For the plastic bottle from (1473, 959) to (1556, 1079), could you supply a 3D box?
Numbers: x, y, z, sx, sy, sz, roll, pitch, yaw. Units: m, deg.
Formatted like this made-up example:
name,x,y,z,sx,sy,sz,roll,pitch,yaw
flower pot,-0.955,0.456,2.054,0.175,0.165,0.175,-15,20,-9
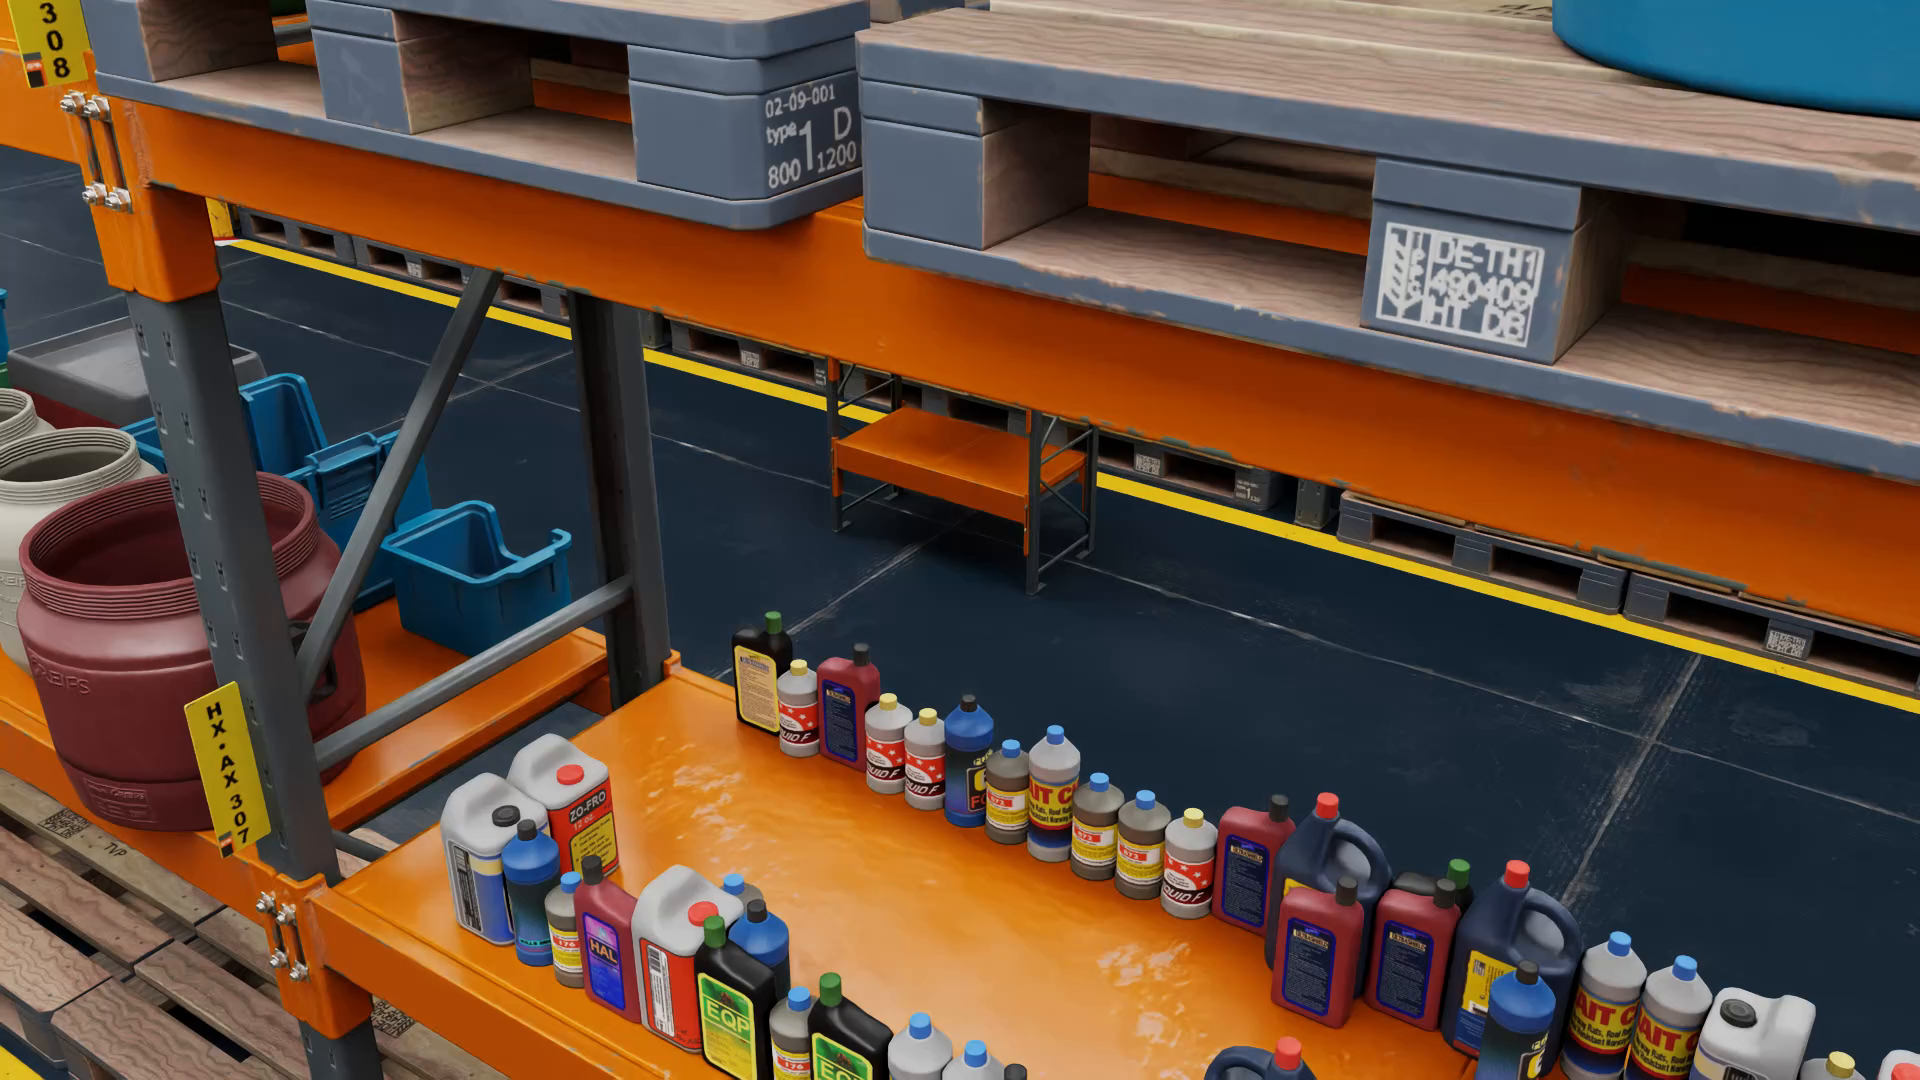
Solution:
name,x,y,z,sx,sy,sz,roll,pitch,yaw
plastic bottle,0.861,0.766,2.580,0.097,0.271,0.097,0,27,0

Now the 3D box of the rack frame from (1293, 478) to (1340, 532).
name,x,y,z,sx,sy,sz,roll,pitch,yaw
rack frame,1.814,-1.575,7.037,0.127,3.000,1.000,17,32,30

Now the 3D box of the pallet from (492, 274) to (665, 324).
name,x,y,z,sx,sy,sz,roll,pitch,yaw
pallet,-2.115,-1.579,10.120,1.213,0.211,1.003,17,32,30

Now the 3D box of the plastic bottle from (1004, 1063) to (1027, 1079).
name,x,y,z,sx,sy,sz,roll,pitch,yaw
plastic bottle,0.107,0.874,2.354,0.133,0.283,0.061,17,32,30

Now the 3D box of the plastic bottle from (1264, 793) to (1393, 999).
name,x,y,z,sx,sy,sz,roll,pitch,yaw
plastic bottle,0.631,0.592,2.833,0.185,0.351,0.144,17,32,30

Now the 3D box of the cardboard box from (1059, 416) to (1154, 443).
name,x,y,z,sx,sy,sz,roll,pitch,yaw
cardboard box,0.816,-0.711,7.909,0.500,0.250,0.500,17,31,30

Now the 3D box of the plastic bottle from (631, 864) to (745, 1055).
name,x,y,z,sx,sy,sz,roll,pitch,yaw
plastic bottle,-0.438,0.682,2.739,0.135,0.276,0.152,17,32,30

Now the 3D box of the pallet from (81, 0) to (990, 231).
name,x,y,z,sx,sy,sz,roll,pitch,yaw
pallet,-0.418,-0.744,2.305,1.213,0.211,1.003,17,32,30

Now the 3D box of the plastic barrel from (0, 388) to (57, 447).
name,x,y,z,sx,sy,sz,roll,pitch,yaw
plastic barrel,-2.309,-0.066,3.949,0.421,0.512,0.421,0,27,0

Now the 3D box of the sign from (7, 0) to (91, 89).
name,x,y,z,sx,sy,sz,roll,pitch,yaw
sign,-1.299,-0.807,2.336,0.005,0.325,0.100,17,32,30

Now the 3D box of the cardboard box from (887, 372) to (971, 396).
name,x,y,z,sx,sy,sz,roll,pitch,yaw
cardboard box,-0.023,-0.973,8.423,0.500,0.250,0.500,18,32,31

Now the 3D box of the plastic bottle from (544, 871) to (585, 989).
name,x,y,z,sx,sy,sz,roll,pitch,yaw
plastic bottle,-0.659,0.662,2.862,0.097,0.201,0.097,0,27,0

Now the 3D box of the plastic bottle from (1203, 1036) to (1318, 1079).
name,x,y,z,sx,sy,sz,roll,pitch,yaw
plastic bottle,0.428,0.837,2.352,0.185,0.351,0.144,17,32,30

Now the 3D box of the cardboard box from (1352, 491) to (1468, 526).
name,x,y,z,sx,sy,sz,roll,pitch,yaw
cardboard box,2.028,-0.433,7.065,0.500,0.500,0.500,19,32,32

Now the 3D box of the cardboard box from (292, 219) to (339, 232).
name,x,y,z,sx,sy,sz,roll,pitch,yaw
cardboard box,-4.050,-2.243,10.919,0.500,0.250,0.500,17,32,30

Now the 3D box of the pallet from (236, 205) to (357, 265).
name,x,y,z,sx,sy,sz,roll,pitch,yaw
pallet,-4.126,-2.206,11.351,1.213,0.211,1.003,17,32,30

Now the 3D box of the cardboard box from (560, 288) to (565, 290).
name,x,y,z,sx,sy,sz,roll,pitch,yaw
cardboard box,-1.989,-1.601,9.657,0.500,0.250,0.500,17,32,30

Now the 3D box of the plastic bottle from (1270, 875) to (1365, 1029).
name,x,y,z,sx,sy,sz,roll,pitch,yaw
plastic bottle,0.595,0.667,2.760,0.133,0.283,0.061,17,32,30

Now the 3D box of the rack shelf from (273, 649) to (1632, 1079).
name,x,y,z,sx,sy,sz,roll,pitch,yaw
rack shelf,0.655,1.110,2.554,4.000,0.370,1.077,17,32,30

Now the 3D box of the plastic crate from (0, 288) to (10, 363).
name,x,y,z,sx,sy,sz,roll,pitch,yaw
plastic crate,-3.205,-0.577,5.094,0.575,0.384,0.392,17,32,30

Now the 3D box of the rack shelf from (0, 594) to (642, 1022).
name,x,y,z,sx,sy,sz,roll,pitch,yaw
rack shelf,-2.642,0.083,4.572,4.000,0.370,1.077,17,32,30

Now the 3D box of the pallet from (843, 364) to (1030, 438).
name,x,y,z,sx,sy,sz,roll,pitch,yaw
pallet,0.156,-0.872,8.730,1.213,0.211,1.003,17,32,30

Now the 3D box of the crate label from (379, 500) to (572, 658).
name,x,y,z,sx,sy,sz,roll,pitch,yaw
crate label,-1.128,0.102,3.926,0.416,0.233,0.303,17,32,30

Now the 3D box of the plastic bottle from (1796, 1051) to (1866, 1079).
name,x,y,z,sx,sy,sz,roll,pitch,yaw
plastic bottle,1.295,0.853,2.486,0.097,0.201,0.097,0,27,0

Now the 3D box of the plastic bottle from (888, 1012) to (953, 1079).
name,x,y,z,sx,sy,sz,roll,pitch,yaw
plastic bottle,-0.058,0.818,2.478,0.097,0.271,0.097,0,27,0

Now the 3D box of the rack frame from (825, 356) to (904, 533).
name,x,y,z,sx,sy,sz,roll,pitch,yaw
rack frame,-0.413,-0.630,7.248,0.032,1.125,0.500,17,32,30

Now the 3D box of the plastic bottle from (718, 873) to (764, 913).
name,x,y,z,sx,sy,sz,roll,pitch,yaw
plastic bottle,-0.383,0.664,2.857,0.097,0.201,0.097,0,27,0

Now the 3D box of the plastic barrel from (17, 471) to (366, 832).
name,x,y,z,sx,sy,sz,roll,pitch,yaw
plastic barrel,-1.547,0.210,3.381,0.708,0.536,0.600,17,32,30

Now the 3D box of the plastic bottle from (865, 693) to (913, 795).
name,x,y,z,sx,sy,sz,roll,pitch,yaw
plastic bottle,-0.143,0.405,3.366,0.097,0.201,0.097,0,27,0

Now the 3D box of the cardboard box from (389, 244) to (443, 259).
name,x,y,z,sx,sy,sz,roll,pitch,yaw
cardboard box,-3.228,-1.984,10.410,0.500,0.250,0.500,17,32,30

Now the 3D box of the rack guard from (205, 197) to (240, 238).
name,x,y,z,sx,sy,sz,roll,pitch,yaw
rack guard,-4.800,-2.521,11.653,0.348,0.500,1.175,17,32,30

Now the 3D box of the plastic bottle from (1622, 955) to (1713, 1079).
name,x,y,z,sx,sy,sz,roll,pitch,yaw
plastic bottle,1.104,0.762,2.587,0.097,0.271,0.097,0,27,0

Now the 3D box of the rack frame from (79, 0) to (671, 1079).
name,x,y,z,sx,sy,sz,roll,pitch,yaw
rack frame,-0.993,0.276,3.400,0.127,3.000,1.000,17,32,30

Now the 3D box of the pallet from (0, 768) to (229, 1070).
name,x,y,z,sx,sy,sz,roll,pitch,yaw
pallet,-2.611,0.992,5.068,1.213,0.211,1.003,17,32,30

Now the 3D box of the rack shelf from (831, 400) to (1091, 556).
name,x,y,z,sx,sy,sz,roll,pitch,yaw
rack shelf,0.006,-0.282,7.102,1.000,0.278,0.538,17,32,30

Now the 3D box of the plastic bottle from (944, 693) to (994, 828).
name,x,y,z,sx,sy,sz,roll,pitch,yaw
plastic bottle,0.017,0.424,3.252,0.097,0.271,0.097,0,27,0

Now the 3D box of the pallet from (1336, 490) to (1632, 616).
name,x,y,z,sx,sy,sz,roll,pitch,yaw
pallet,2.408,-0.126,7.265,1.213,0.211,1.003,17,32,30

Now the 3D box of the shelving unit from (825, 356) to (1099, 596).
name,x,y,z,sx,sy,sz,roll,pitch,yaw
shelving unit,0.006,-0.500,6.991,1.048,1.125,0.538,17,32,30

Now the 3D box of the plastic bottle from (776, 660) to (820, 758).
name,x,y,z,sx,sy,sz,roll,pitch,yaw
plastic bottle,-0.333,0.346,3.483,0.097,0.201,0.097,0,27,0

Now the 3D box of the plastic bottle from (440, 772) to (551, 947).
name,x,y,z,sx,sy,sz,roll,pitch,yaw
plastic bottle,-0.820,0.563,2.972,0.135,0.276,0.152,17,32,30

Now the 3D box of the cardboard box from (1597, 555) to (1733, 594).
name,x,y,z,sx,sy,sz,roll,pitch,yaw
cardboard box,2.873,-0.170,6.548,0.500,0.500,0.500,17,31,30

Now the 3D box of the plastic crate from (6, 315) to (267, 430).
name,x,y,z,sx,sy,sz,roll,pitch,yaw
plastic crate,-2.152,-0.282,4.426,0.583,0.464,0.402,17,32,30

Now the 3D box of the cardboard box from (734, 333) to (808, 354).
name,x,y,z,sx,sy,sz,roll,pitch,yaw
cardboard box,-0.870,-1.236,8.939,0.500,0.250,0.500,18,32,32

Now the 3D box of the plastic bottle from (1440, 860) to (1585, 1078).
name,x,y,z,sx,sy,sz,roll,pitch,yaw
plastic bottle,0.894,0.674,2.672,0.185,0.351,0.144,17,32,30

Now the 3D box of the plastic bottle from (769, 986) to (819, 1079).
name,x,y,z,sx,sy,sz,roll,pitch,yaw
plastic bottle,-0.248,0.790,2.610,0.097,0.201,0.097,0,27,0

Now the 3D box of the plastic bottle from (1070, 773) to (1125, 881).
name,x,y,z,sx,sy,sz,roll,pitch,yaw
plastic bottle,0.258,0.530,3.121,0.097,0.201,0.097,0,27,0

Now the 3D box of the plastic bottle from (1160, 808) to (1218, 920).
name,x,y,z,sx,sy,sz,roll,pitch,yaw
plastic bottle,0.418,0.580,3.023,0.097,0.201,0.097,0,27,0

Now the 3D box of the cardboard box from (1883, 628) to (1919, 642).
name,x,y,z,sx,sy,sz,roll,pitch,yaw
cardboard box,3.727,0.092,6.033,0.500,0.500,0.500,18,32,31
